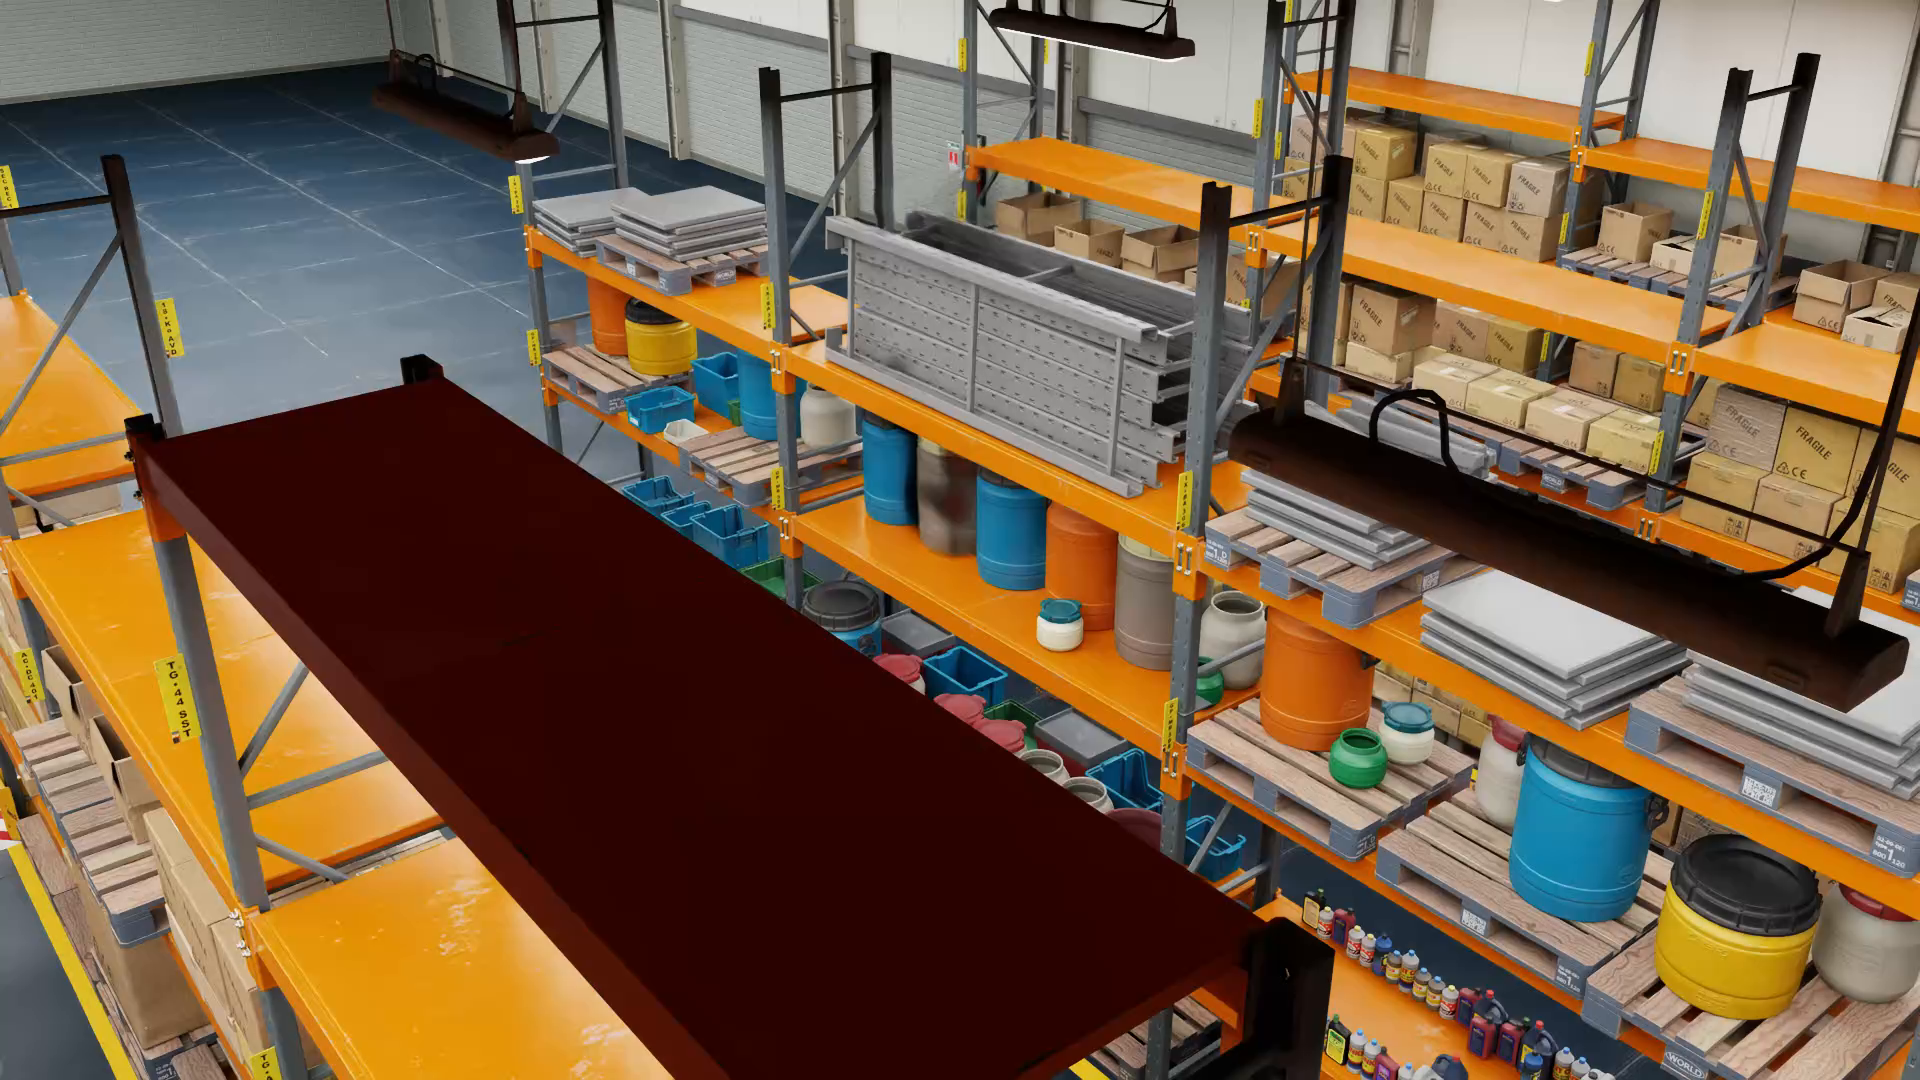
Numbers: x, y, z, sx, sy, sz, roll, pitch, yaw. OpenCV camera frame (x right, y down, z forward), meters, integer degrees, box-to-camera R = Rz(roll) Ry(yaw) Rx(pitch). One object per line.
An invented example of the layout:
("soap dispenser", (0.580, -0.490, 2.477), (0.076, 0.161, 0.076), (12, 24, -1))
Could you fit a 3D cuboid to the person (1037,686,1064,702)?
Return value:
("person", (0.744, 0.648, 14.454), (0.677, 1.737, 0.578), (16, 30, 30))
